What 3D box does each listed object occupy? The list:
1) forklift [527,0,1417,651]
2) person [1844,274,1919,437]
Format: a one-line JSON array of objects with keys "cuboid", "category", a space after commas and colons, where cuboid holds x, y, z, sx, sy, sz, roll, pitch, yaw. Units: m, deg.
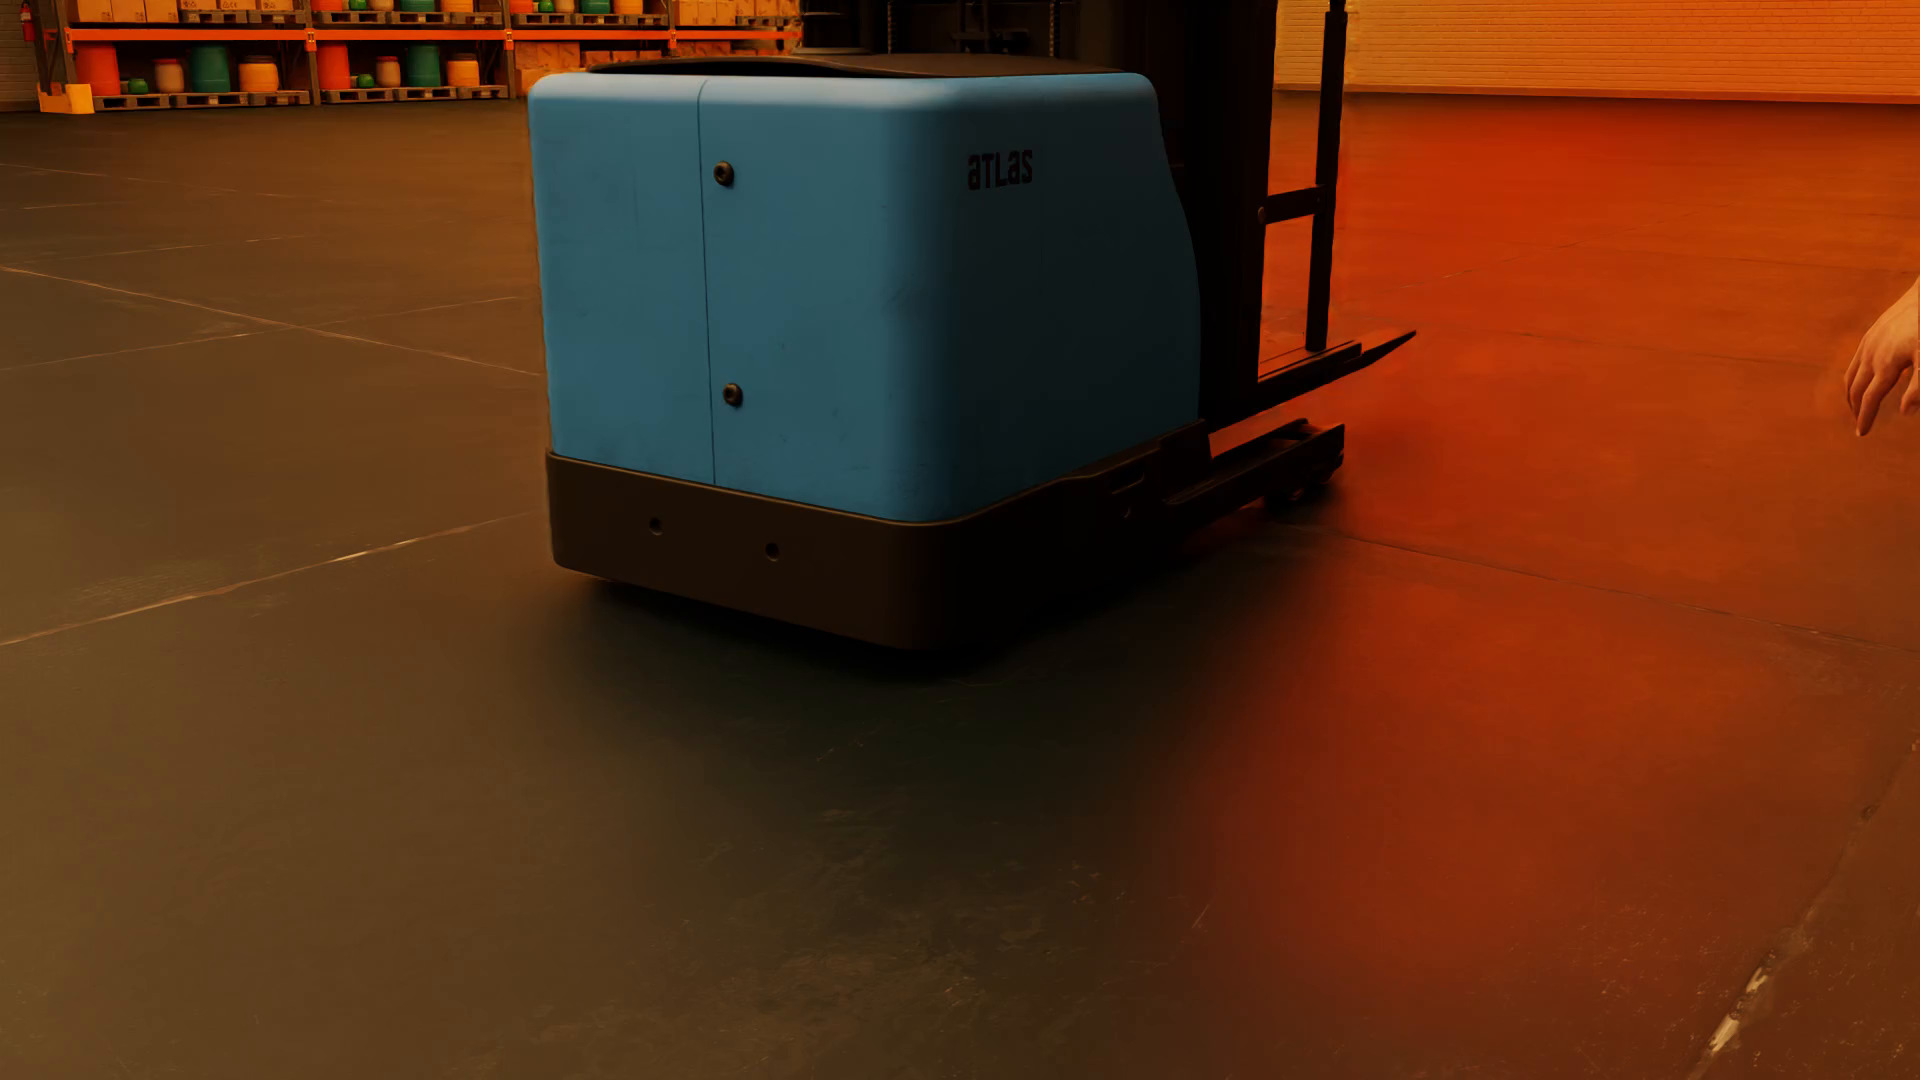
[{"cuboid": [0.369, -1.569, 4.064, 1.130, 2.935, 3.031, 11, 20, 32], "category": "forklift"}, {"cuboid": [1.208, -0.039, 1.414, 0.774, 1.574, 0.791, 7, 18, 22], "category": "person"}]
